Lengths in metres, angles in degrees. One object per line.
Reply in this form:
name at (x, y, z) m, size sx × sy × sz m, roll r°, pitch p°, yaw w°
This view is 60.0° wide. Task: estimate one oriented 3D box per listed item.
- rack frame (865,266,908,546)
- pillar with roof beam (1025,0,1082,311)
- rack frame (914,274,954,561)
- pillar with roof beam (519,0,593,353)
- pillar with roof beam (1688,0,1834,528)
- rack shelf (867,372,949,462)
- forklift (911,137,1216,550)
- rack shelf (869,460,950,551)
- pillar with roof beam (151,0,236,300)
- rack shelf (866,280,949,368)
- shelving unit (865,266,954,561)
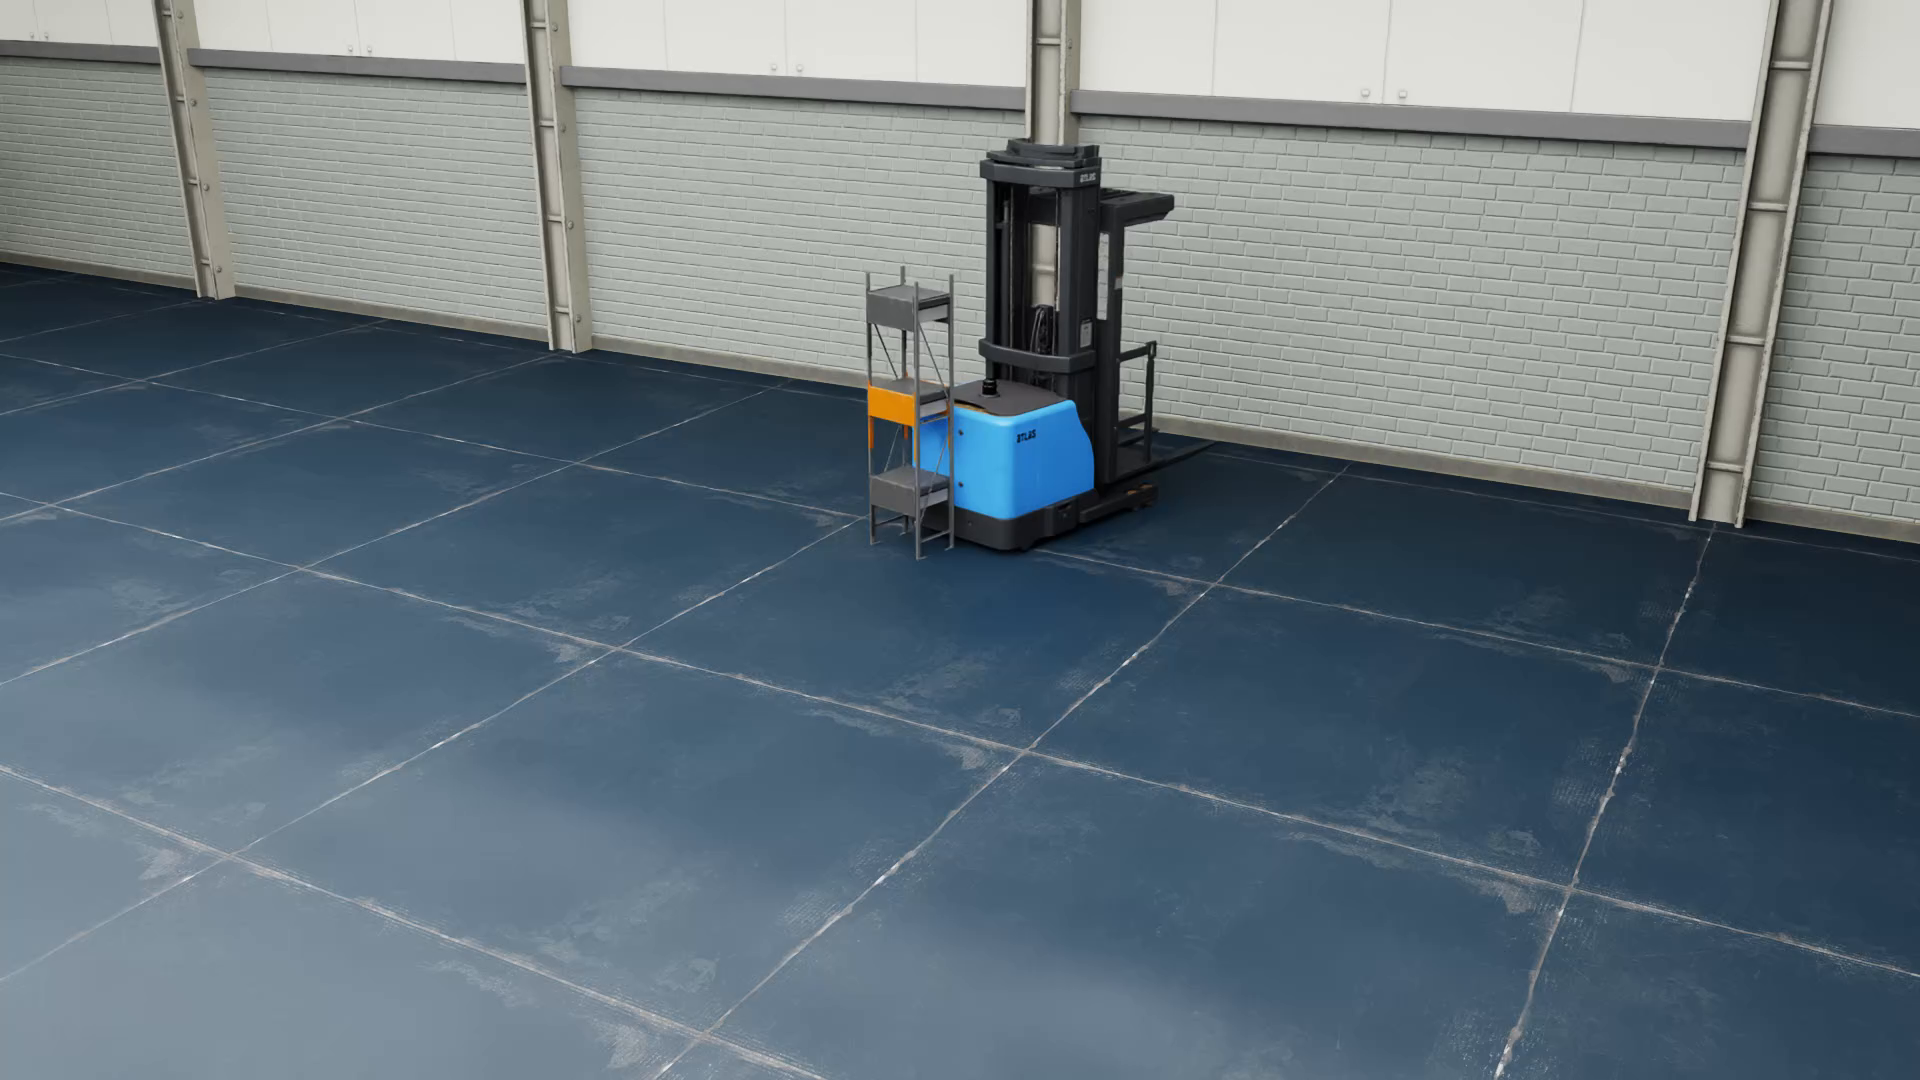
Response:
rack frame at (-0.546, -0.993, 12.522) m, size 0.015 × 2.100 × 0.400 m, roll 17°, pitch 26°, yaw 39°
pillar with roof beam at (-1.262, -4.119, 11.023) m, size 0.400 × 9.000 × 9.100 m, roll 11°, pitch 23°, yaw 27°
rack frame at (-0.185, -0.880, 12.213) m, size 0.015 × 2.100 × 0.400 m, roll 17°, pitch 26°, yaw 39°
pillar with roof beam at (-6.500, -5.116, 13.774) m, size 0.400 × 9.000 × 9.100 m, roll 11°, pitch 23°, yaw 27°
pillar with roof beam at (3.976, -3.121, 8.272) m, size 0.400 × 9.000 × 9.100 m, roll 11°, pitch 23°, yaw 27°
rack shelf at (-0.365, -0.924, 12.372) m, size 0.480 × 0.518 × 0.431 m, roll 17°, pitch 26°, yaw 39°
forklift at (0.980, -1.722, 13.313) m, size 1.130 × 2.935 × 3.031 m, roll 17°, pitch 26°, yaw 39°
rack shelf at (-0.365, -0.266, 12.611) m, size 0.480 × 0.518 × 0.431 m, roll 17°, pitch 26°, yaw 39°
pillar with roof beam at (-11.738, -6.114, 16.524) m, size 0.400 × 9.000 × 9.100 m, roll 11°, pitch 23°, yaw 27°
rack shelf at (-0.365, -1.582, 12.134) m, size 0.480 × 0.518 × 0.431 m, roll 17°, pitch 26°, yaw 39°
shelving unit at (-0.365, -0.937, 12.368) m, size 0.503 × 2.100 × 0.431 m, roll 17°, pitch 26°, yaw 39°
